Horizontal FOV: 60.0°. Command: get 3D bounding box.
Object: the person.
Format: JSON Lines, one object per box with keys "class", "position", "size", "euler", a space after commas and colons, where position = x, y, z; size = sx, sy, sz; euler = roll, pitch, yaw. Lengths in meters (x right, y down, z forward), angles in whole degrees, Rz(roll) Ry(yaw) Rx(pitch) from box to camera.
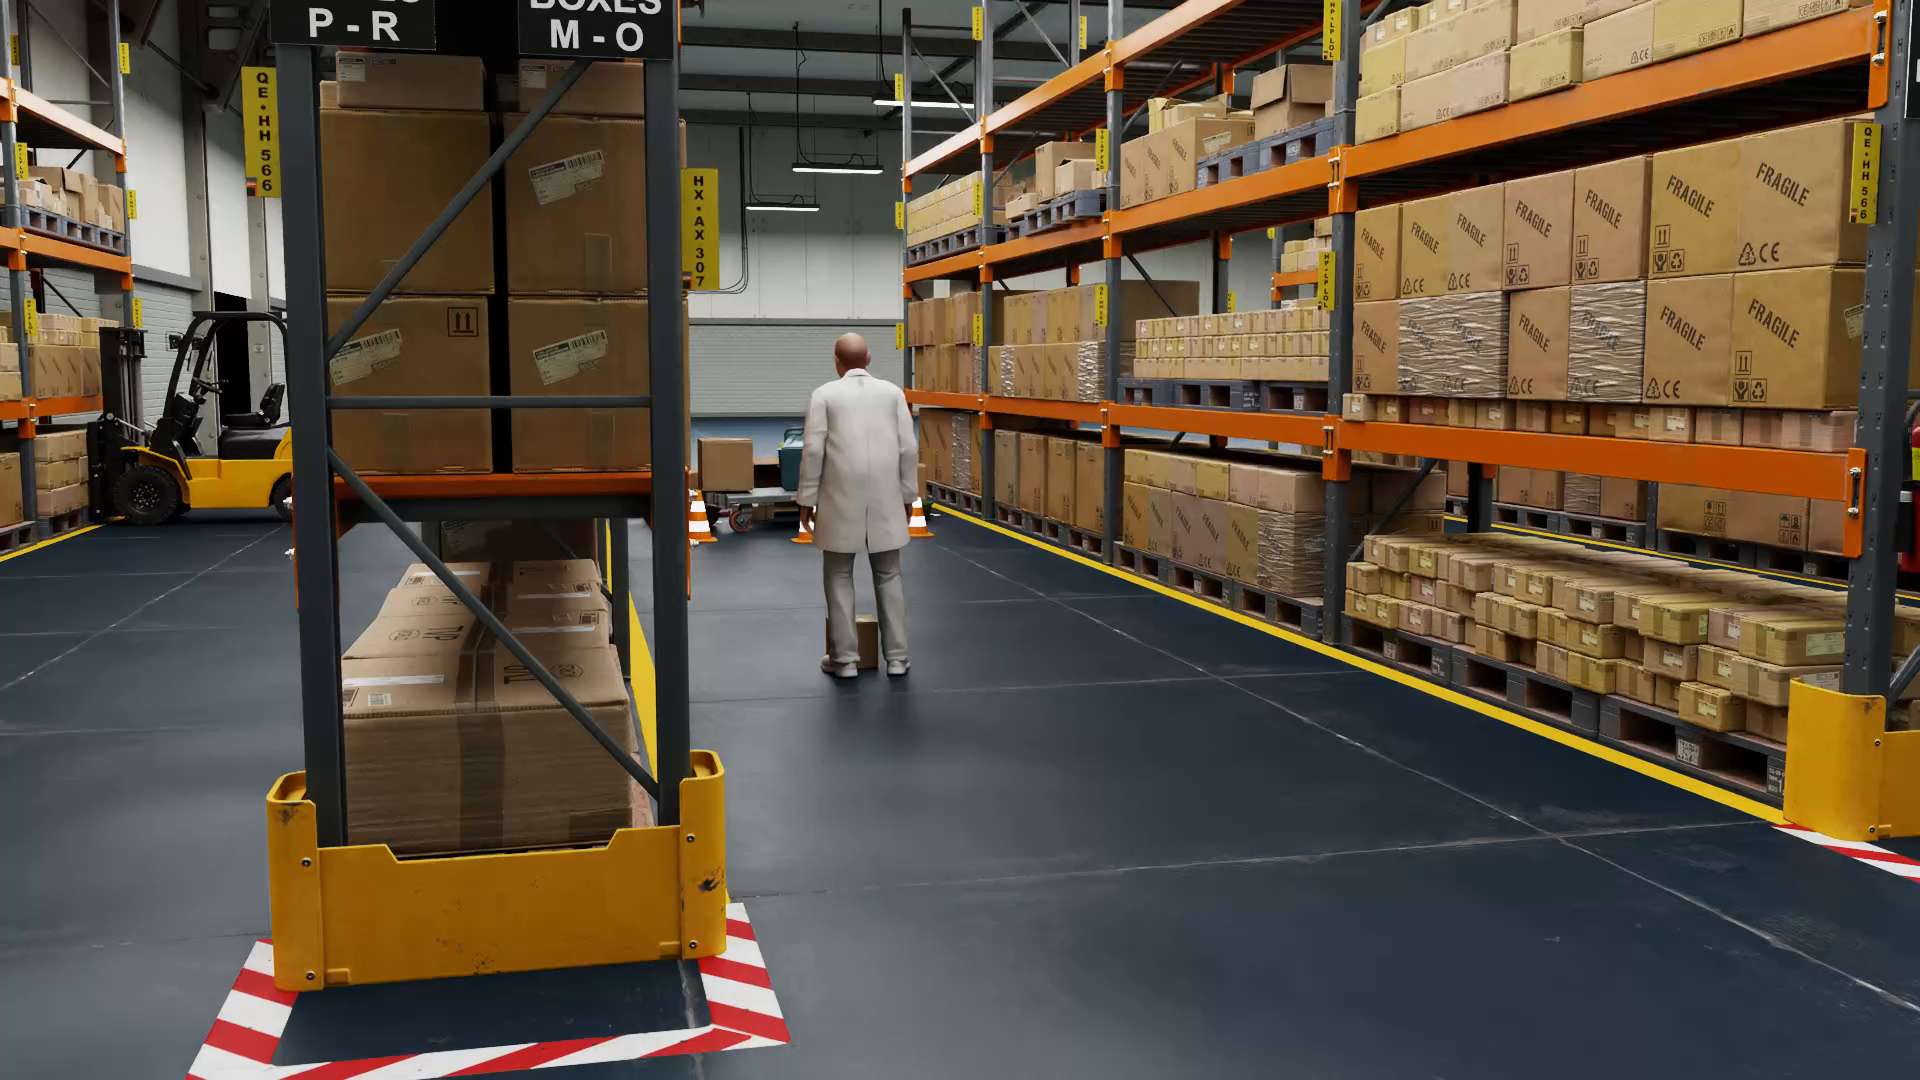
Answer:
{"class": "person", "position": [-0.531, -0.184, 8.643], "size": [0.653, 1.774, 0.423], "euler": [-2, 6, -17]}
